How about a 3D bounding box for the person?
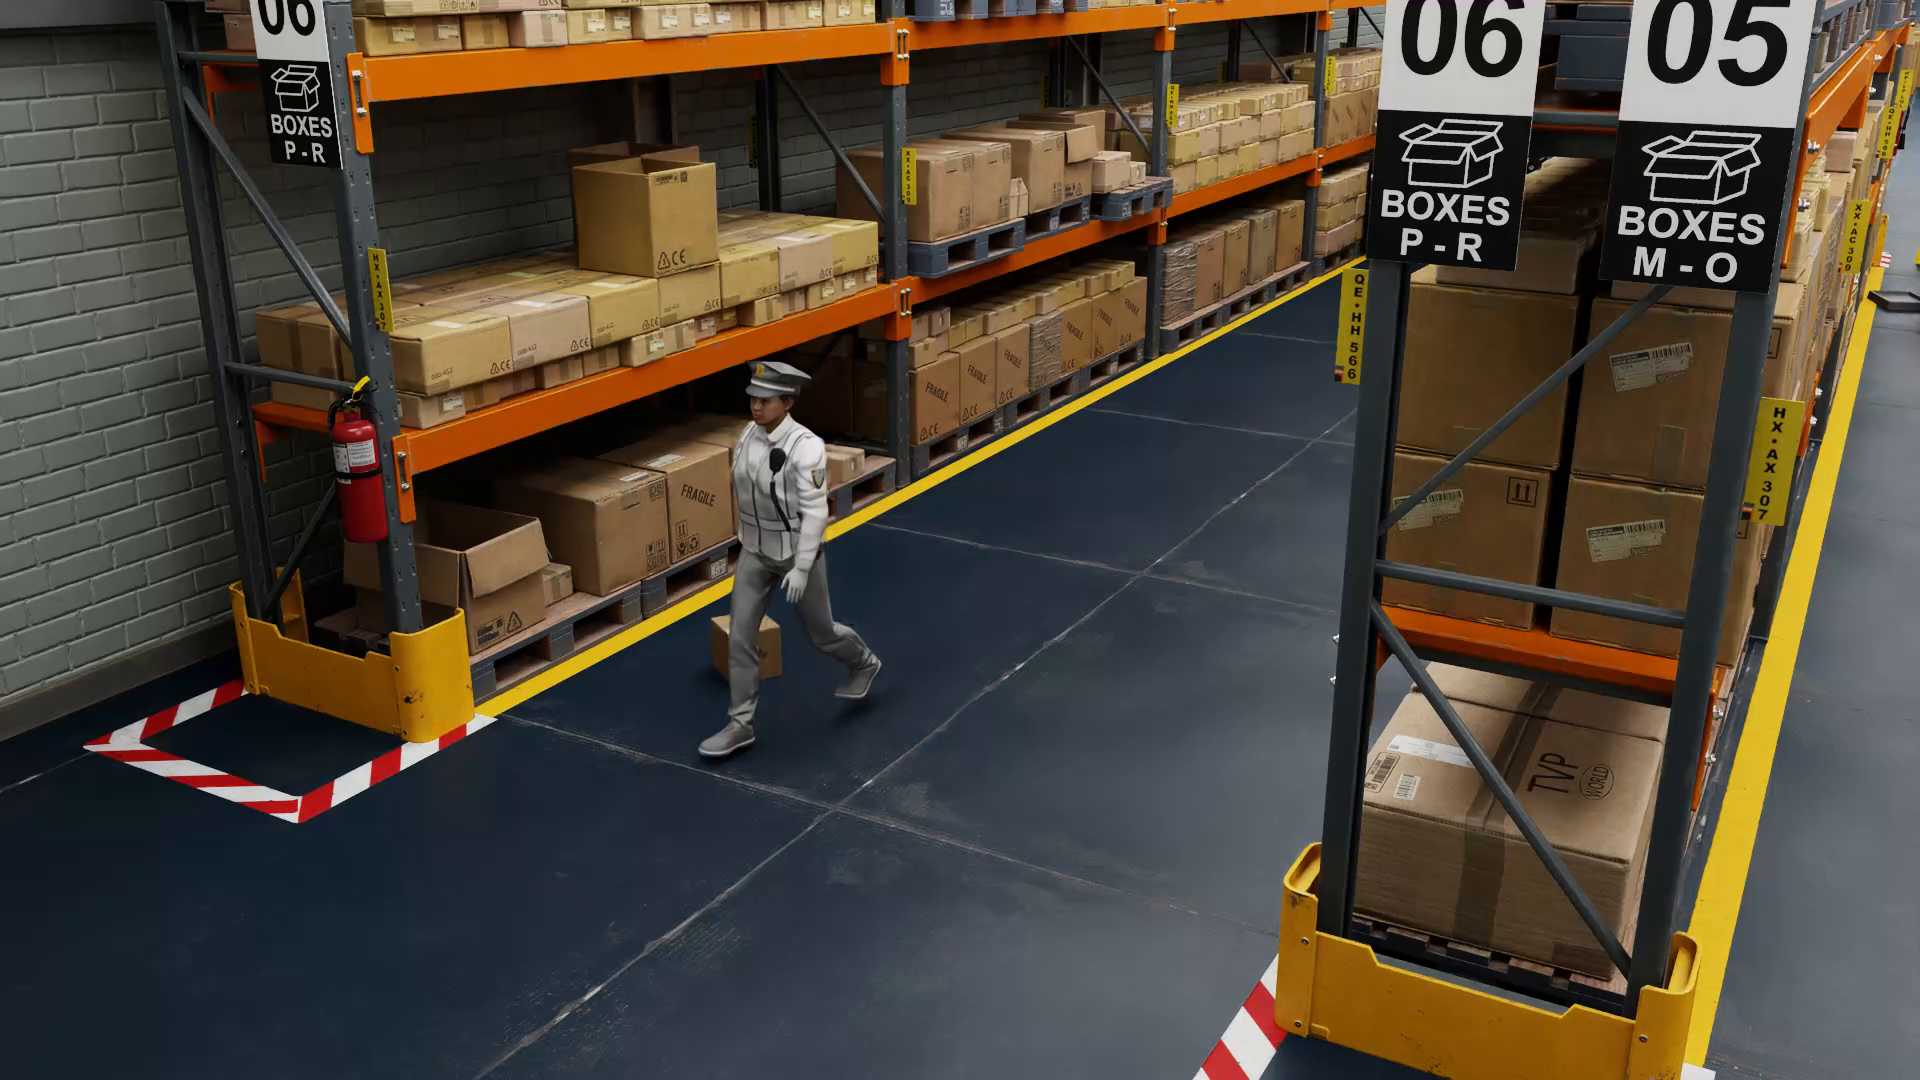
[{"bbox_3d":[-0.708,0.036,6.917,0.480,1.645,0.944,13,23,32],"label":"person"}]
